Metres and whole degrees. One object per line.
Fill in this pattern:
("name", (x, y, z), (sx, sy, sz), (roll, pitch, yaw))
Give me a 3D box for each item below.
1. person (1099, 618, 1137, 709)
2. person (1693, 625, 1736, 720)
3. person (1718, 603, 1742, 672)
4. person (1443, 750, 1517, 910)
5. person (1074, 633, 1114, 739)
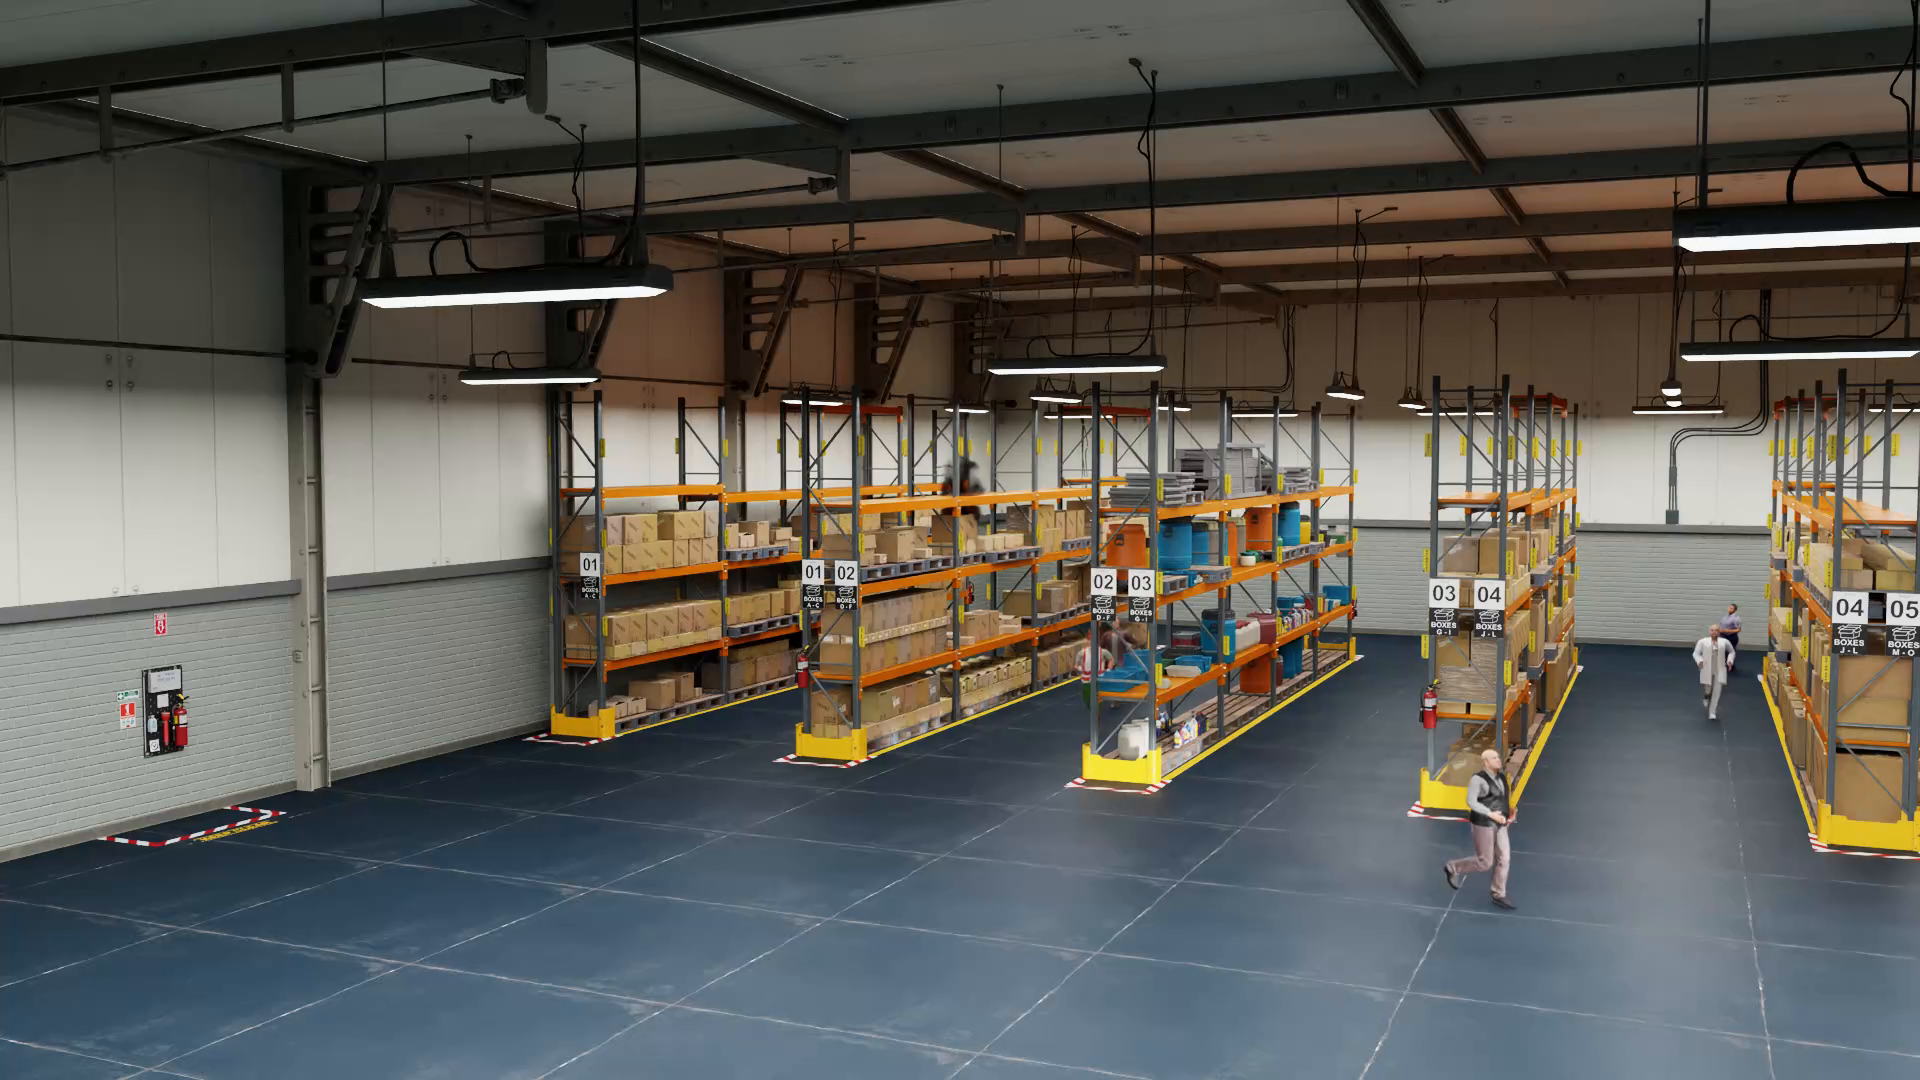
("person", (2.989, 2.368, 31.886), (0.722, 1.735, 0.660), (1, 3, 19))
("person", (13.978, 2.463, 30.811), (0.724, 1.707, 0.925), (1, 3, 22))
("person", (16.970, 2.233, 36.743), (0.641, 1.534, 0.744), (-1, 3, -19))
("person", (5.790, 3.185, 18.324), (0.669, 1.652, 0.821), (-2, 4, -37))
("person", (2.302, 2.488, 28.836), (0.654, 1.791, 0.976), (1, 3, 17))
